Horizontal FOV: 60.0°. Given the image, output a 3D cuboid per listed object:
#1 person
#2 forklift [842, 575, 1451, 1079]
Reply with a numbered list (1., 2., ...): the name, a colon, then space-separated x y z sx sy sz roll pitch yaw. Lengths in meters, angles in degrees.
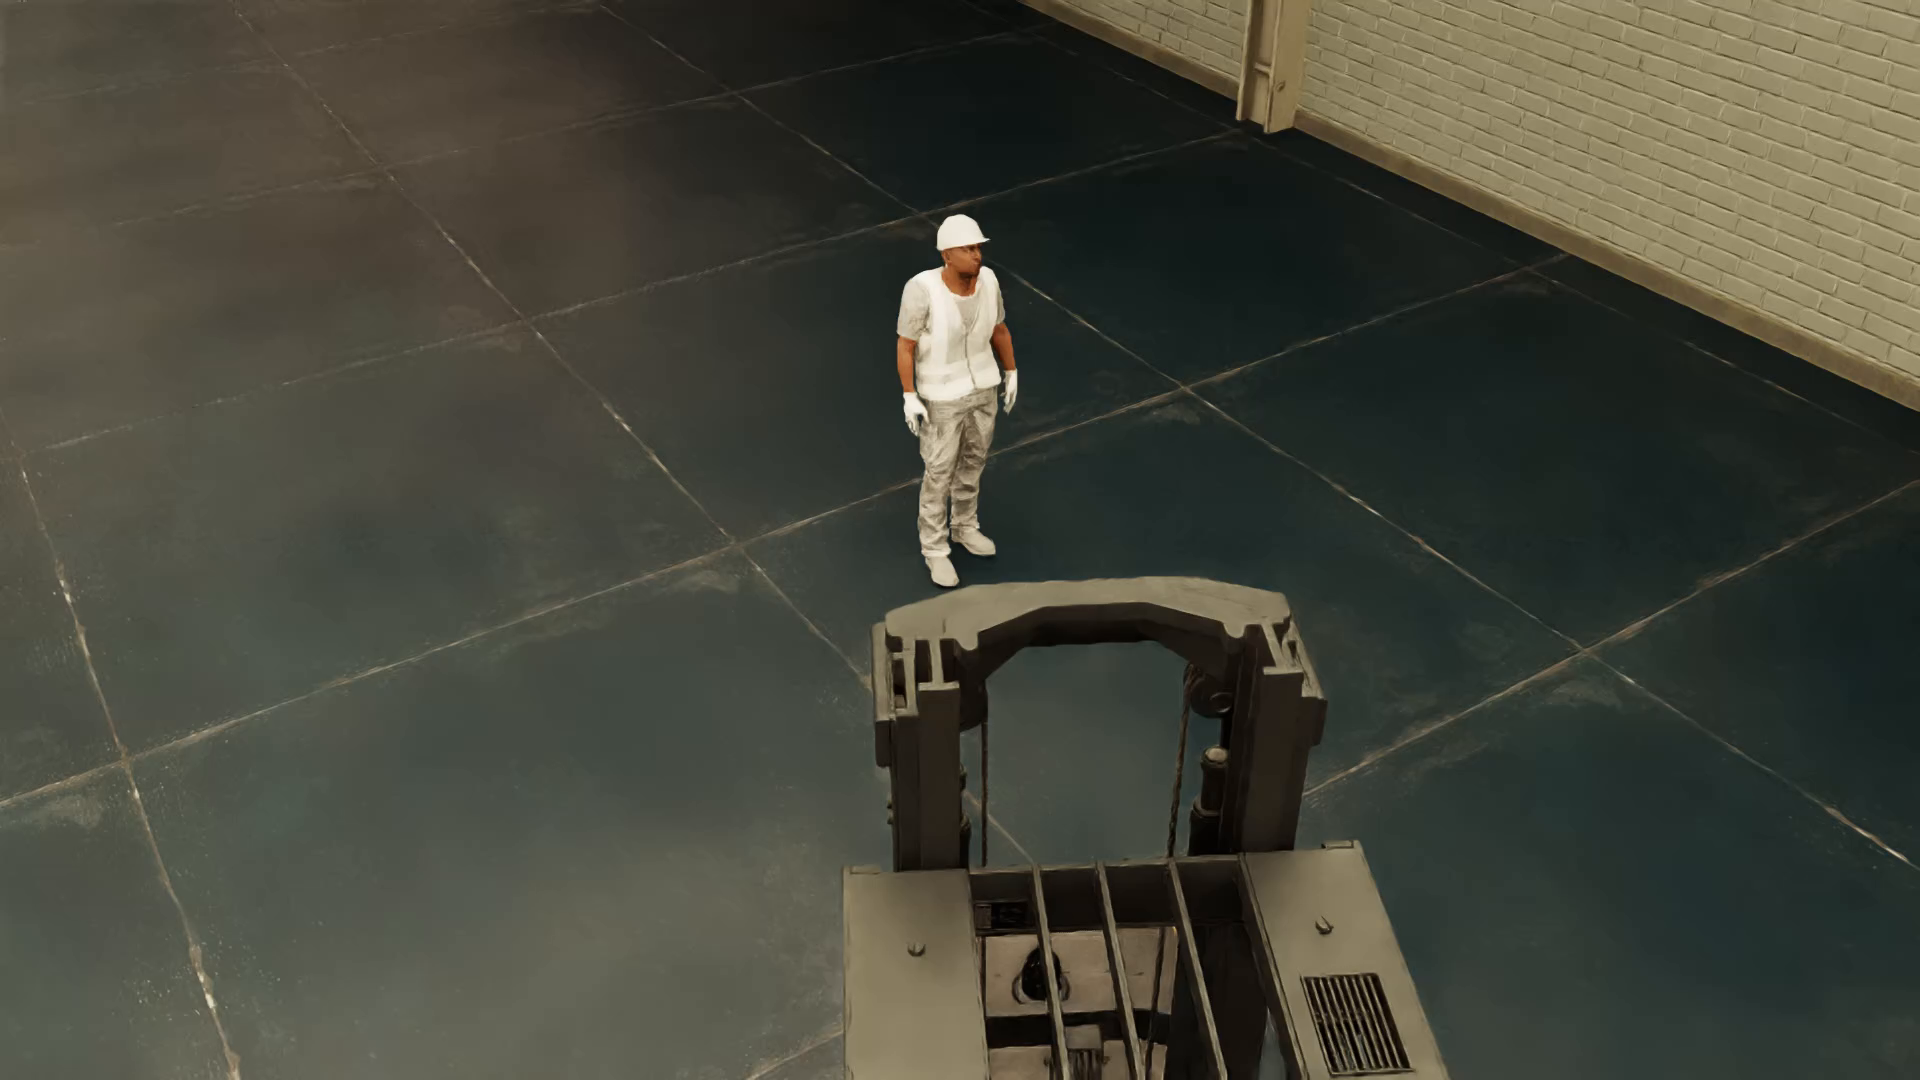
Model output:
1. person: 0.033 -0.698 8.127 0.655 1.782 0.576 -21 40 -27
2. forklift: 0.320 1.662 3.782 1.130 2.935 3.031 -2 35 -3
